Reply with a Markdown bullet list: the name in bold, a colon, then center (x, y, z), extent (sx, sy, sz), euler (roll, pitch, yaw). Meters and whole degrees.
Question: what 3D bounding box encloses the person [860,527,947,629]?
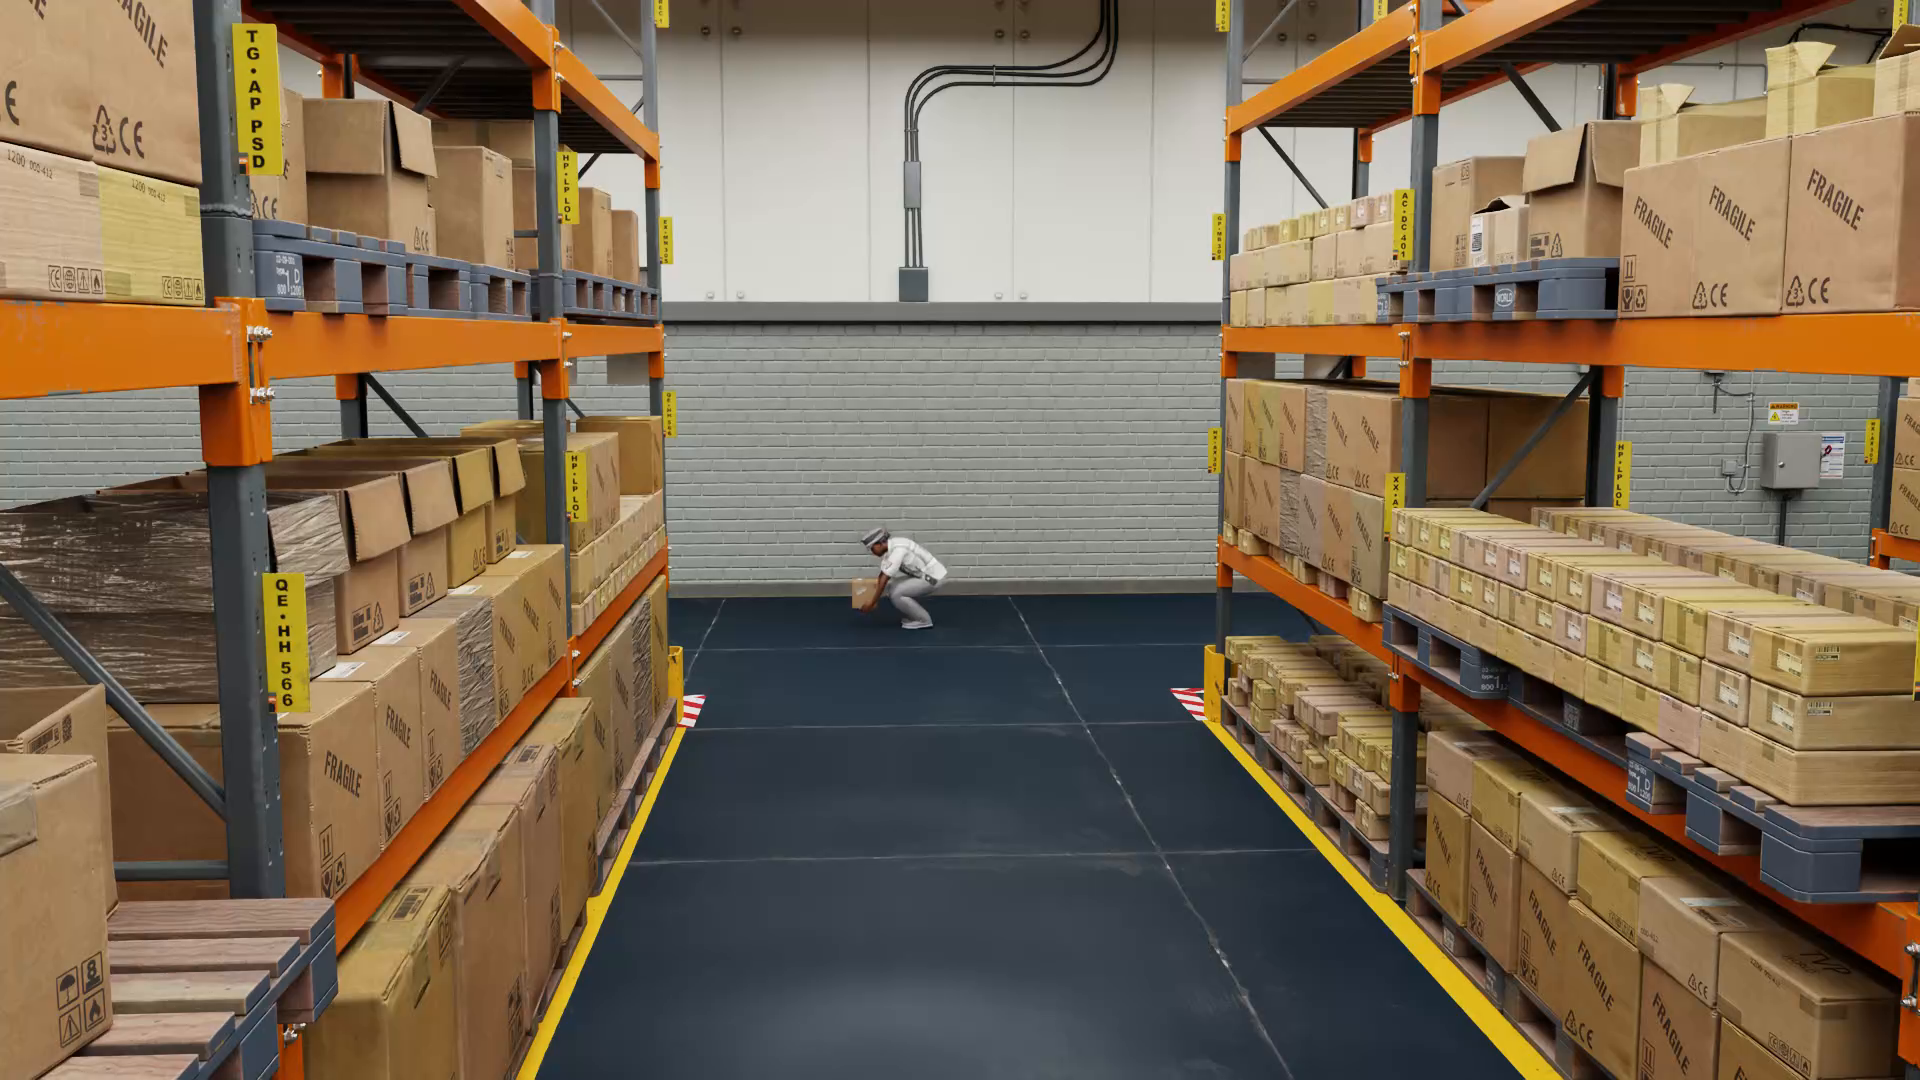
- **person**: center (-0.537, 0.352, 15.776), extent (0.836, 0.968, 0.483), euler (0, 7, -4)
